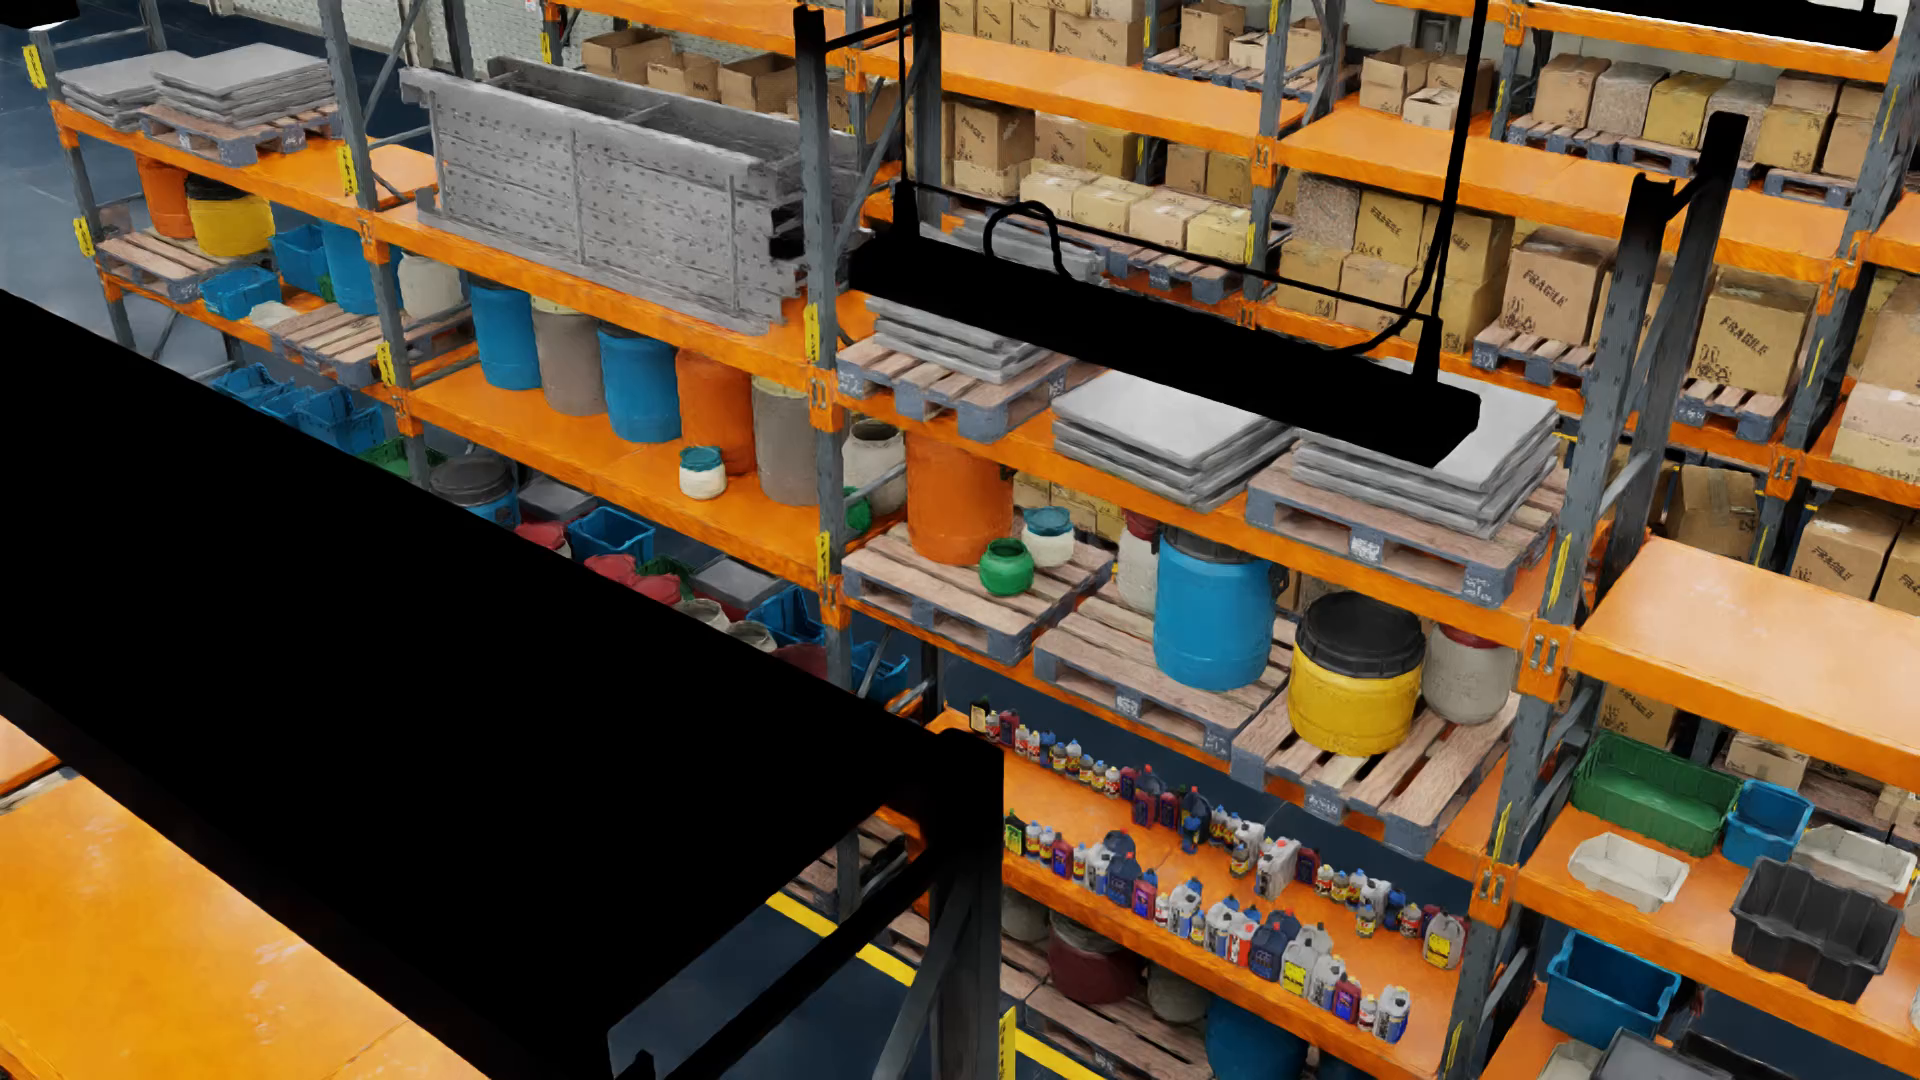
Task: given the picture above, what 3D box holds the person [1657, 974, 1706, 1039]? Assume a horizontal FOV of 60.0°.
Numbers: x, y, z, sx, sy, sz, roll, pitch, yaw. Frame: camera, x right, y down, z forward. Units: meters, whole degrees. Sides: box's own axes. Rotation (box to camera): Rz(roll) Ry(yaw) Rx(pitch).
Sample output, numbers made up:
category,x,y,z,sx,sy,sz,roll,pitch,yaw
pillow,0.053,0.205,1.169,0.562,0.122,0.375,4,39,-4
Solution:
category,x,y,z,sx,sy,sz,roll,pitch,yaw
person,3.941,2.629,9.460,0.547,1.605,0.931,-19,36,-28
